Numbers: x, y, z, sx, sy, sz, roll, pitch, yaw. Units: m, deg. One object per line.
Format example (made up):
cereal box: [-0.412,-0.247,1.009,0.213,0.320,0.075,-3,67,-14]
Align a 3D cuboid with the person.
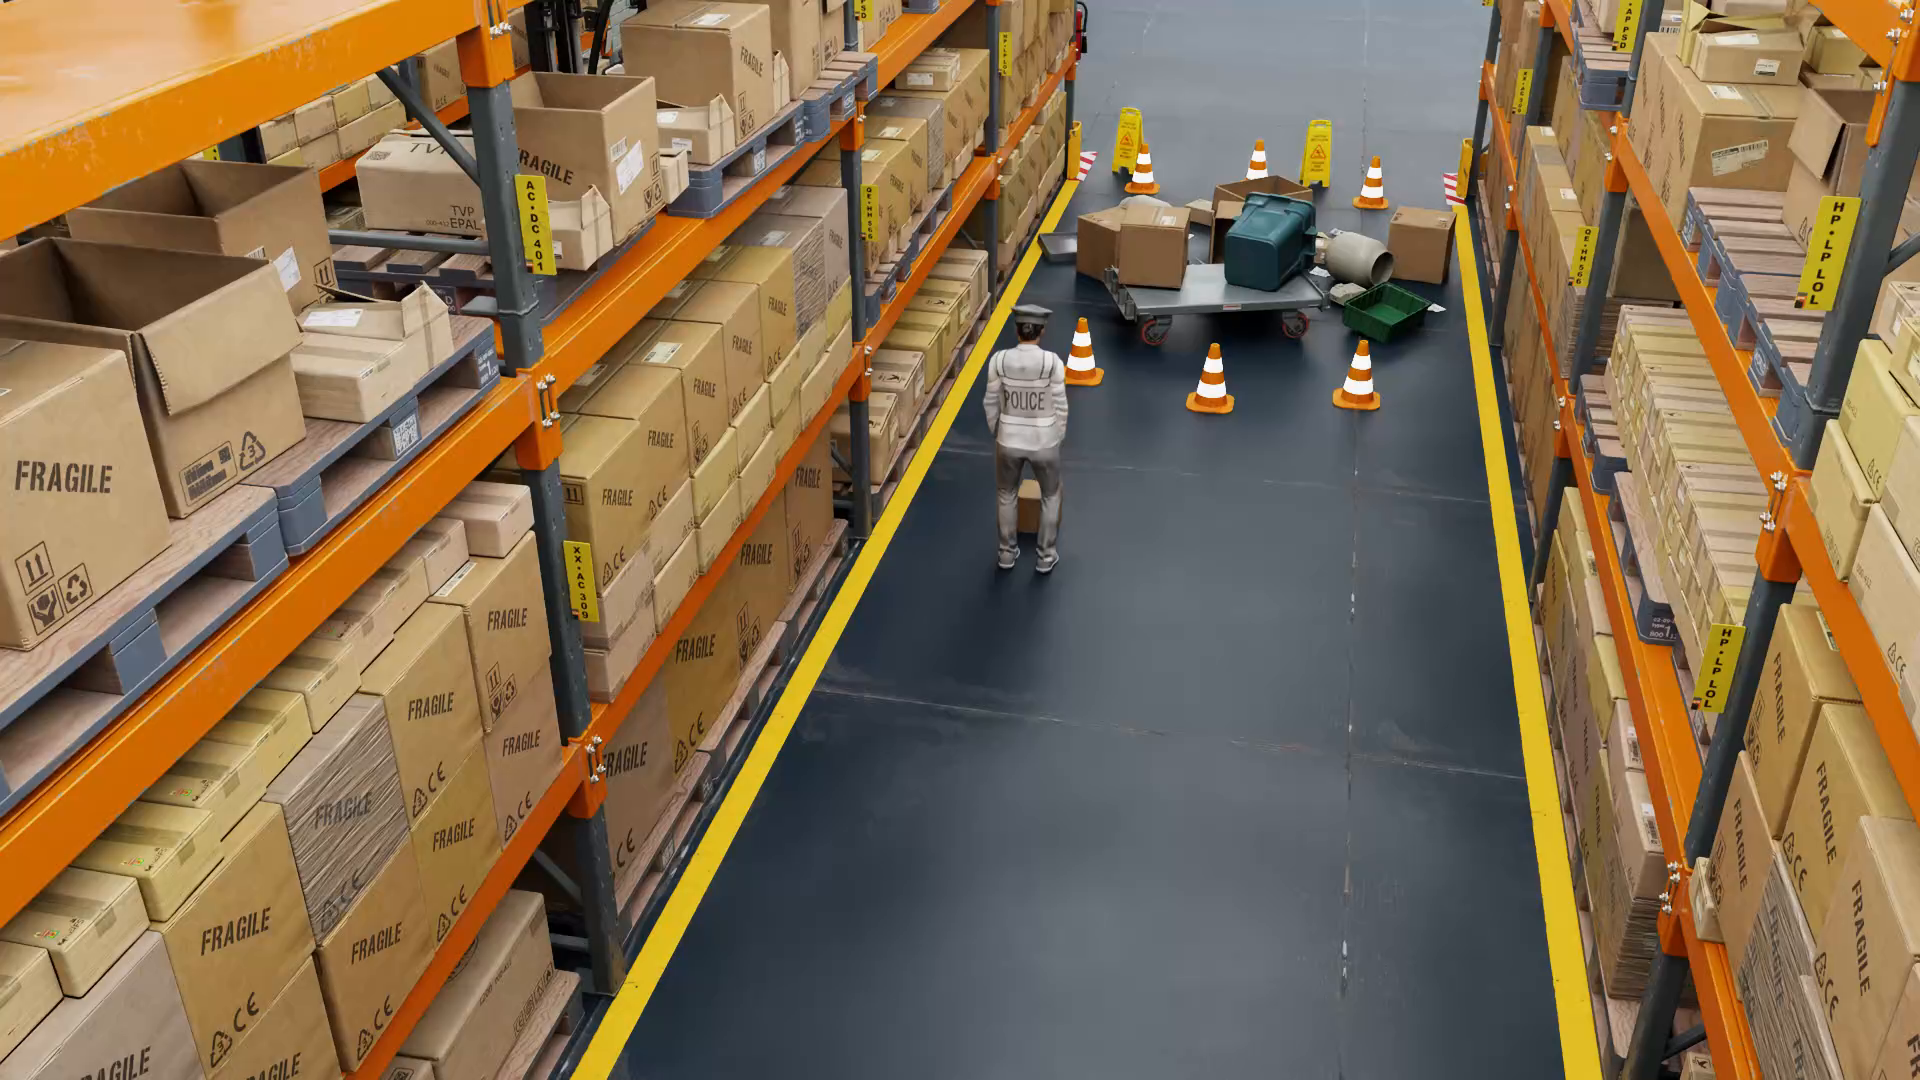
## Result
person: [0.382,-0.583,9.716,0.500,1.626,0.446,7,30,12]
